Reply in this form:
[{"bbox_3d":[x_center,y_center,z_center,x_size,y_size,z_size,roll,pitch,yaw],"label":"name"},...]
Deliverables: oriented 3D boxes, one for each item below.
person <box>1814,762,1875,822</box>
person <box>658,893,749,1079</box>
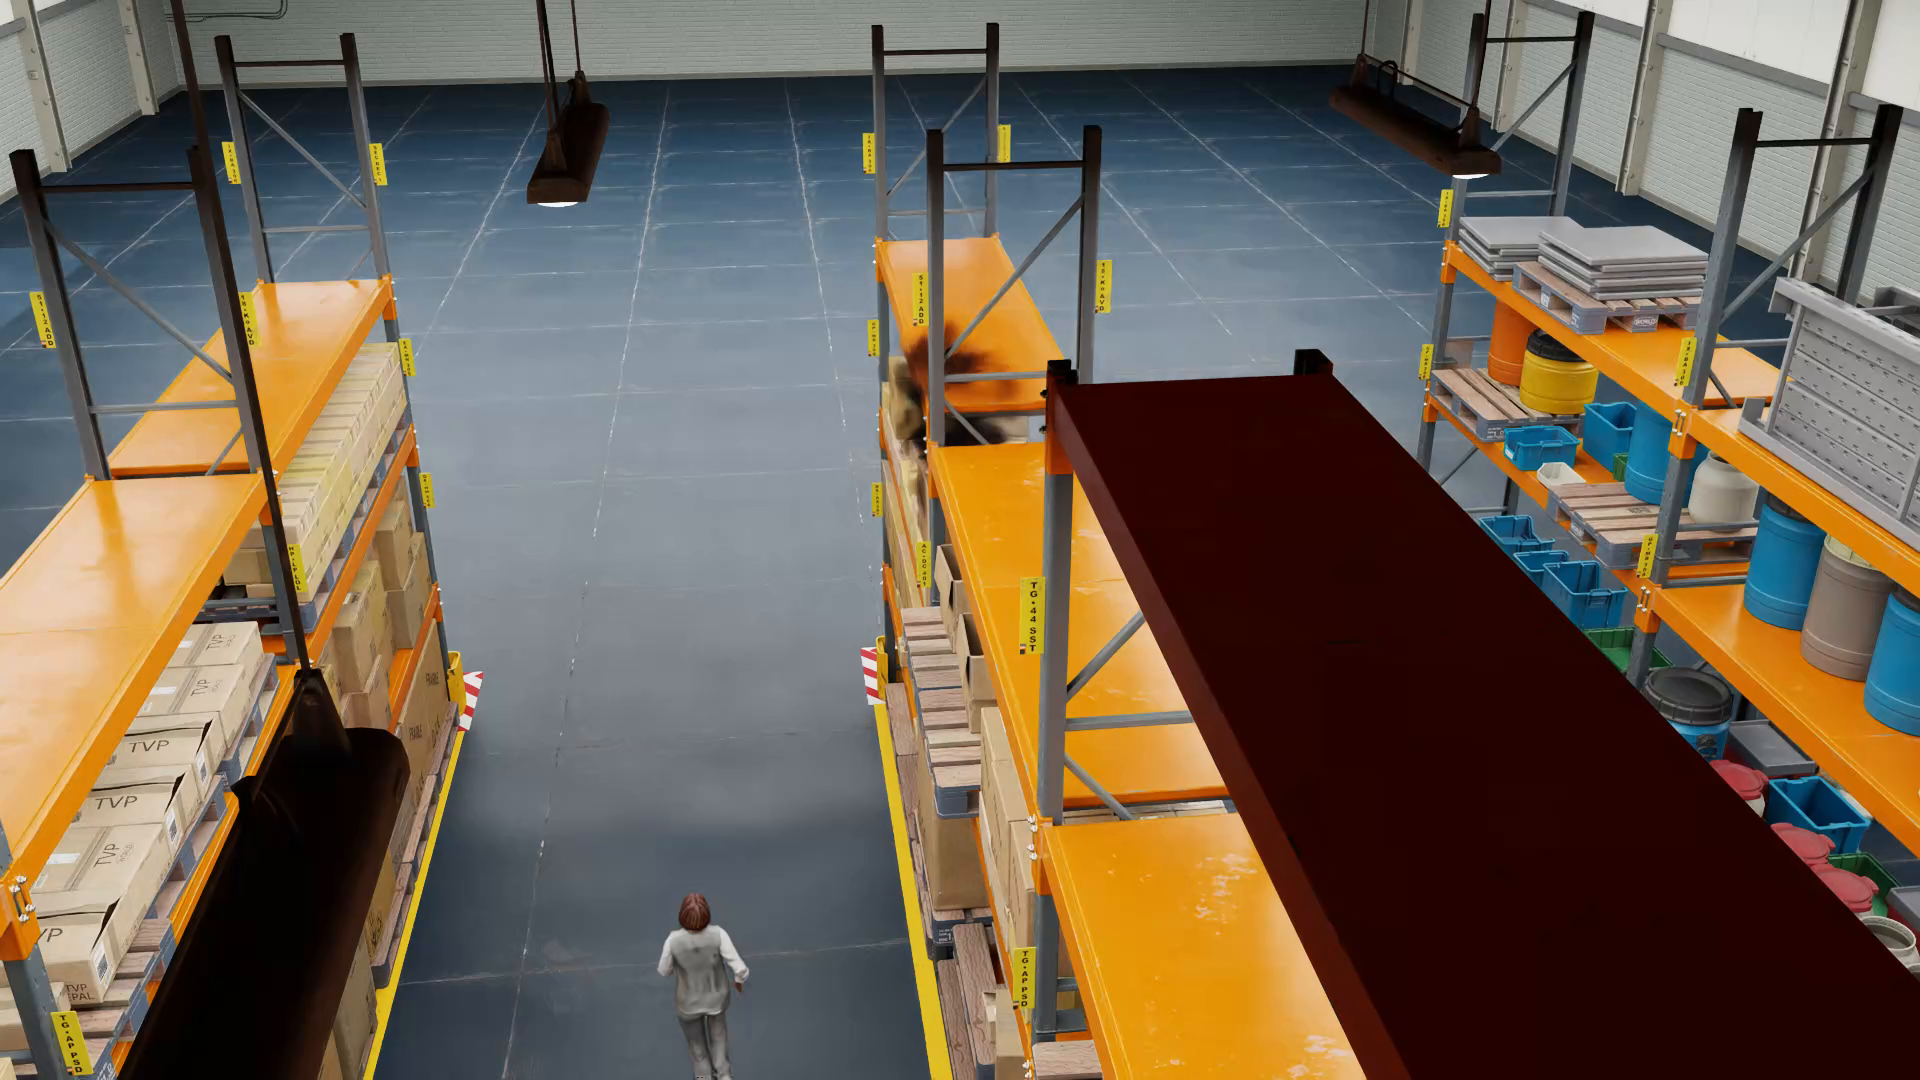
[{"bbox_3d":[6.617,1.973,12.447,0.584,1.638,0.637,-8,27,-16],"label":"person"},{"bbox_3d":[-1.567,2.798,10.190,0.521,1.561,0.585,-6,26,-13],"label":"person"}]
